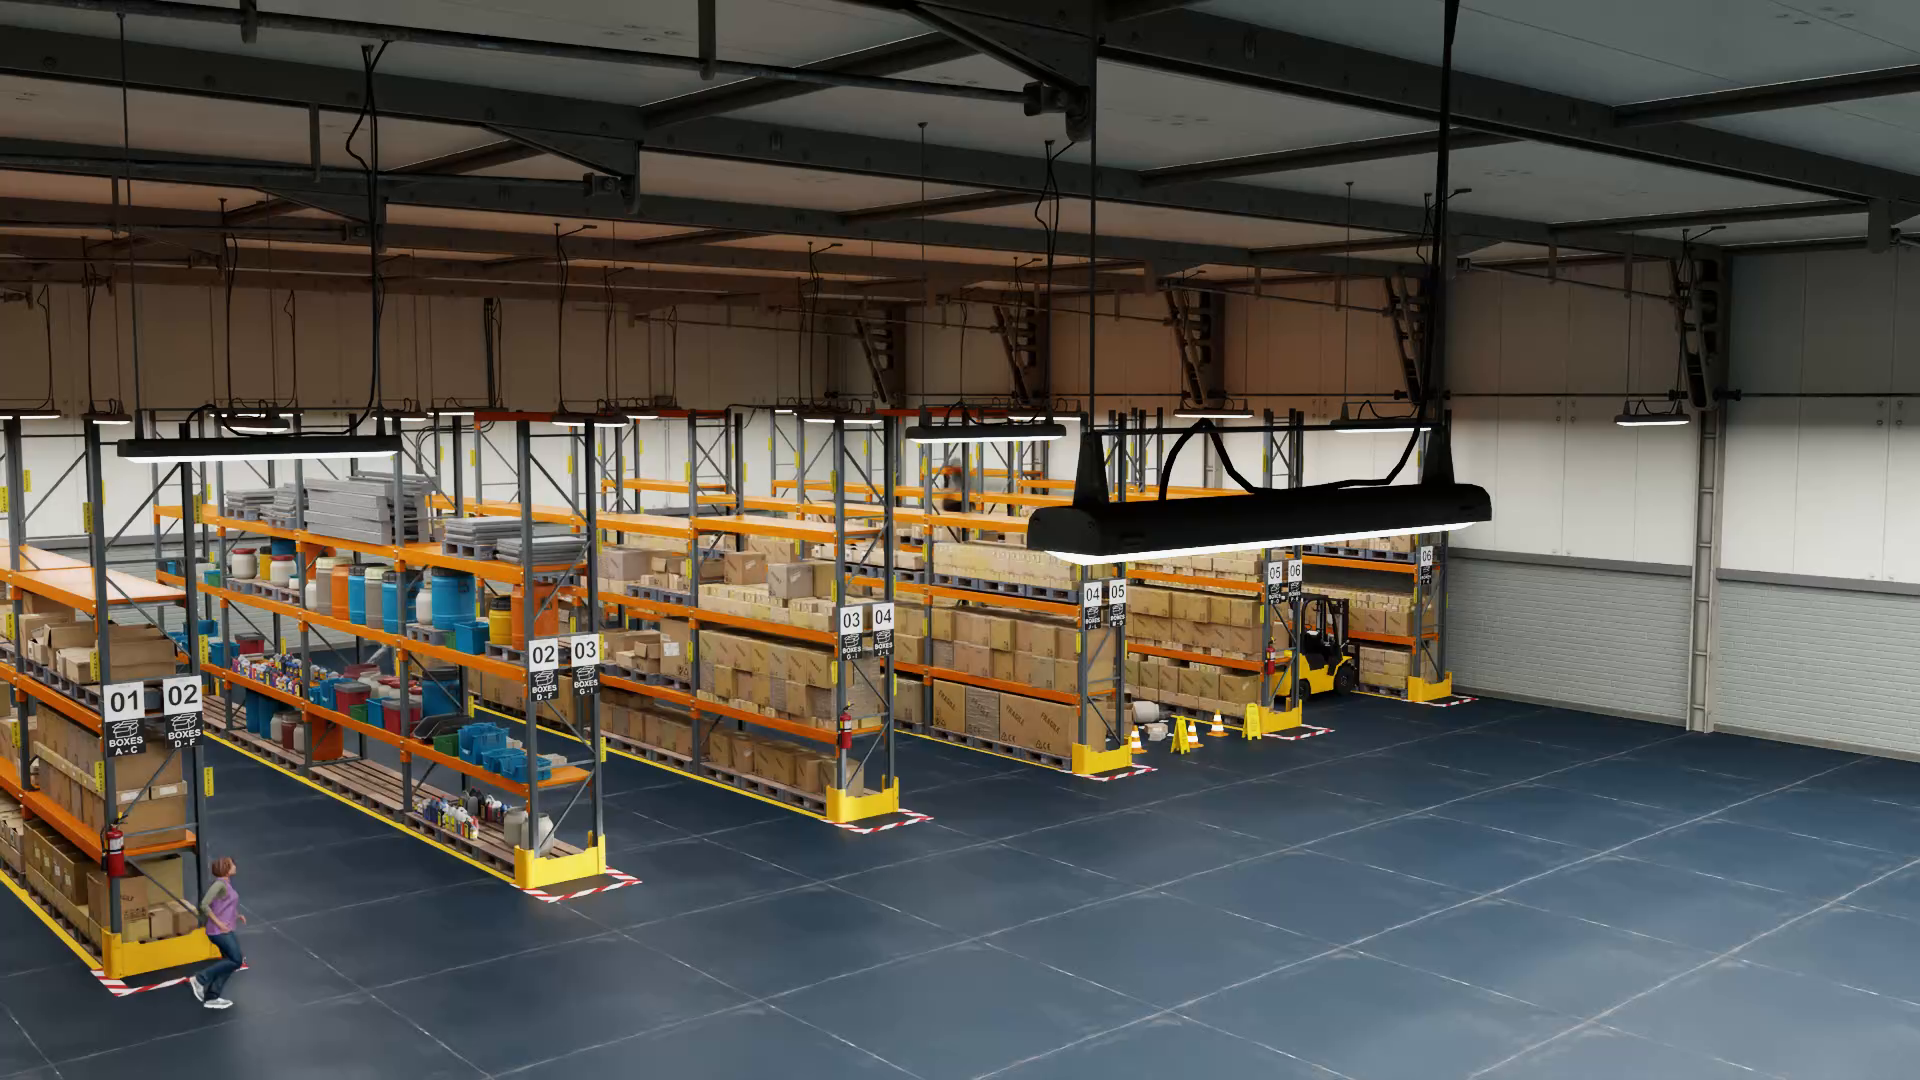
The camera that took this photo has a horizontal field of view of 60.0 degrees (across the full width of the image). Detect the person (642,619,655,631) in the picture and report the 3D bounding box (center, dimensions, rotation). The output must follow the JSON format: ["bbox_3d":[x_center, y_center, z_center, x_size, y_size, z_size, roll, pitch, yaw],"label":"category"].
[{"bbox_3d":[-7.721,1.866,41.334,0.499,1.732,0.711,1,5,7],"label":"person"}]

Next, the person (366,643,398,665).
[{"bbox_3d":[-13.024,2.141,37.714,0.929,1.839,0.683,-3,6,-28],"label":"person"}]

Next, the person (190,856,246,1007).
[{"bbox_3d":[-7.707,4.059,17.302,0.522,1.504,0.584,-1,5,-15],"label":"person"}]

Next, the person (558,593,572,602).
[{"bbox_3d":[-9.760,1.945,40.226,0.635,1.760,0.791,-4,7,-42],"label":"person"}]
